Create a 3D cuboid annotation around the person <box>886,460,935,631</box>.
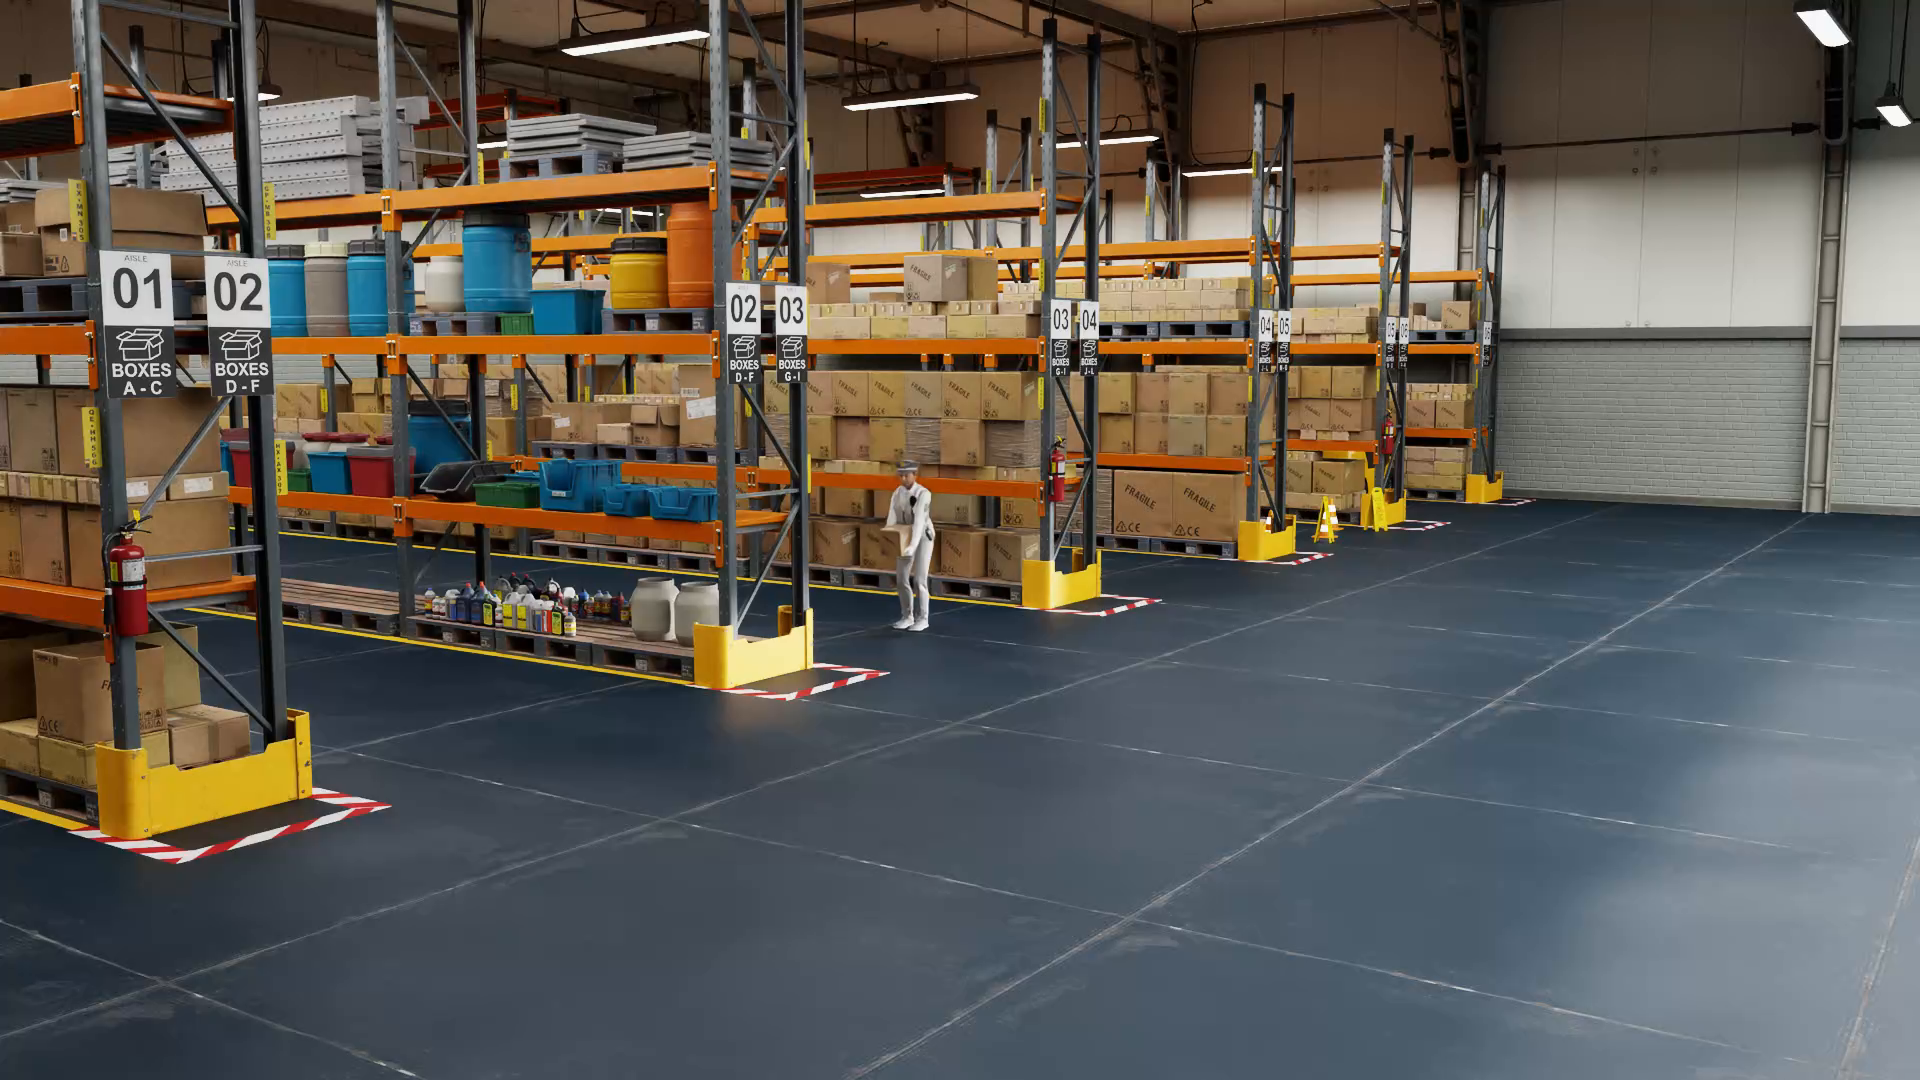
[{"bbox_3d":[-0.483,0.050,15.969,0.411,1.648,0.542,4,8,32],"label":"person"}]
